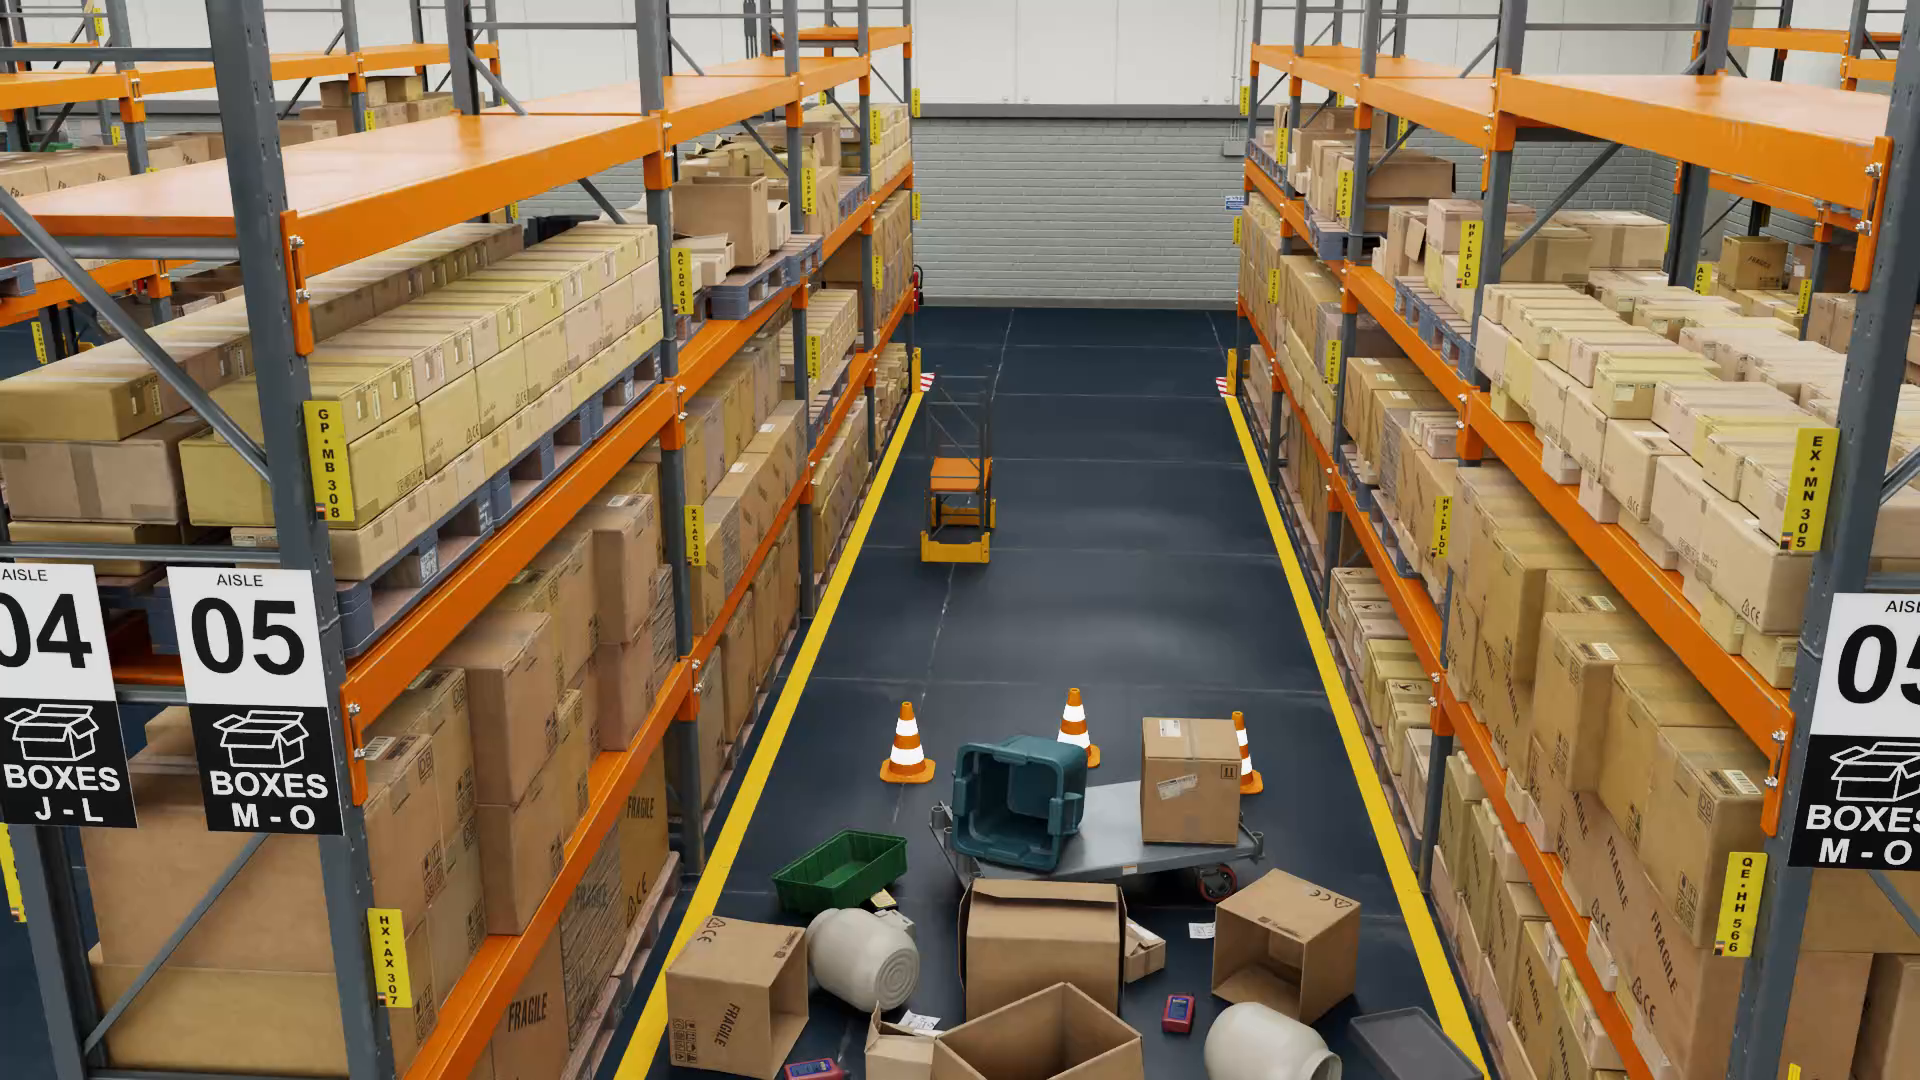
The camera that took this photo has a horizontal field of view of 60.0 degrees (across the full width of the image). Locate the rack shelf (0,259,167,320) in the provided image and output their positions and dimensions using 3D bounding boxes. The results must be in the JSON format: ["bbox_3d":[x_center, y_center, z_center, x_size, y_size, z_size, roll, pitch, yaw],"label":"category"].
[{"bbox_3d":[-6.728,-1.432,10.814,1.077,0.370,4.000,1,18,4],"label":"rack shelf"}]

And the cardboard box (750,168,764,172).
[{"bbox_3d":[-1.795,-2.794,13.655,0.500,0.500,0.500,1,18,4],"label":"cardboard box"}]

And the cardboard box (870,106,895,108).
[{"bbox_3d":[-0.935,-4.829,18.824,0.380,0.149,0.250,1,18,2],"label":"cardboard box"}]

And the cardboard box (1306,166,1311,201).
[{"bbox_3d":[3.106,-2.992,13.961,0.396,0.266,0.258,3,18,8],"label":"cardboard box"}]

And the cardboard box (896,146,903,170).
[{"bbox_3d":[-0.918,-4.207,18.367,0.500,0.250,0.500,2,18,6],"label":"cardboard box"}]

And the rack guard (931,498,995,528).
[{"bbox_3d":[0.030,-0.250,15.284,0.587,0.250,0.087,1,18,4],"label":"rack guard"}]

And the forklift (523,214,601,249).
[{"bbox_3d":[-3.139,-1.094,13.556,1.130,2.935,3.031,1,18,3],"label":"forklift"}]

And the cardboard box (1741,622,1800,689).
[{"bbox_3d":[2.473,0.313,4.736,0.380,0.149,0.250,1,18,4],"label":"cardboard box"}]

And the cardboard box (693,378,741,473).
[{"bbox_3d":[-1.793,-0.736,10.584,0.700,0.500,0.500,1,18,3],"label":"cardboard box"}]

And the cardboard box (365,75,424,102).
[{"bbox_3d":[-6.166,-4.903,18.053,0.500,0.250,0.500,1,18,2],"label":"cardboard box"}]

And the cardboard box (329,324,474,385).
[{"bbox_3d":[-1.821,-0.607,5.429,0.380,0.149,0.250,1,18,4],"label":"cardboard box"}]

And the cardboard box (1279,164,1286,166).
[{"bbox_3d":[3.313,-3.805,16.281,0.396,0.266,0.258,2,18,6],"label":"cardboard box"}]

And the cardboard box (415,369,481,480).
[{"bbox_3d":[-1.893,-0.387,5.398,0.500,0.250,0.500,1,18,3],"label":"cardboard box"}]

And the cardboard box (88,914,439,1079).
[{"bbox_3d":[-2.237,1.470,5.379,0.875,0.550,0.550,1,18,4],"label":"cardboard box"}]

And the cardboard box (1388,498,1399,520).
[{"bbox_3d":[2.927,-0.231,10.539,0.380,0.149,0.250,2,18,6],"label":"cardboard box"}]

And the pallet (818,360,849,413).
[{"bbox_3d":[-1.544,-1.352,14.540,1.003,0.211,1.213,1,18,4],"label":"pallet"}]

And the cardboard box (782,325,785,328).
[{"bbox_3d":[-1.859,-1.951,15.790,0.380,0.149,0.250,2,18,5],"label":"cardboard box"}]

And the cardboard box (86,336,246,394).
[{"bbox_3d":[-2.495,-0.544,5.237,0.380,0.149,0.250,2,18,5],"label":"cardboard box"}]

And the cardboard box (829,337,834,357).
[{"bbox_3d":[-1.304,-1.678,14.479,0.380,0.149,0.250,2,18,6],"label":"cardboard box"}]

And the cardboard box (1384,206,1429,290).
[{"bbox_3d":[3.222,-1.927,11.009,0.700,0.500,0.500,1,18,4],"label":"cardboard box"}]

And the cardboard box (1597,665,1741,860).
[{"bbox_3d":[2.589,0.752,5.567,0.700,0.500,0.500,1,18,4],"label":"cardboard box"}]

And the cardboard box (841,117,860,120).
[{"bbox_3d":[-1.019,-4.259,17.085,0.380,0.149,0.250,1,18,2],"label":"cardboard box"}]

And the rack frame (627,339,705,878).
[{"bbox_3d":[-1.932,0.415,8.839,1.000,3.000,0.127,1,18,4],"label":"rack frame"}]

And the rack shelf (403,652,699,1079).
[{"bbox_3d":[-2.075,1.378,7.056,1.077,0.370,4.000,1,18,4],"label":"rack shelf"}]

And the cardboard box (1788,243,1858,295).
[{"bbox_3d":[8.910,-2.764,17.100,0.500,0.500,0.500,1,18,2],"label":"cardboard box"}]

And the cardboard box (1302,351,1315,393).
[{"bbox_3d":[3.130,-1.389,13.784,0.500,0.250,0.500,1,18,2],"label":"cardboard box"}]

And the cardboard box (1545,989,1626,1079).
[{"bbox_3d":[2.558,2.070,6.324,0.500,0.500,0.500,2,18,6],"label":"cardboard box"}]

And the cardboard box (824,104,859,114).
[{"bbox_3d":[-1.358,-4.919,19.098,0.380,0.149,0.250,2,18,6],"label":"cardboard box"}]

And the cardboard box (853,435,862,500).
[{"bbox_3d":[-1.197,-0.687,15.541,0.500,0.500,0.500,1,18,3],"label":"cardboard box"}]

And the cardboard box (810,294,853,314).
[{"bbox_3d":[-1.211,-2.220,15.654,0.380,0.149,0.250,1,18,2],"label":"cardboard box"}]

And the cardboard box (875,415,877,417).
[{"bbox_3d":[-1.081,-1.402,17.811,0.380,0.149,0.250,0,18,1],"label":"cardboard box"}]

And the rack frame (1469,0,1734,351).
[{"bbox_3d":[3.013,-2.357,7.664,1.000,3.000,0.127,1,18,4],"label":"rack frame"}]

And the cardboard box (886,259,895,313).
[{"bbox_3d":[-0.971,-2.716,17.757,0.500,0.500,0.500,1,18,3],"label":"cardboard box"}]

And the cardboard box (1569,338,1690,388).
[{"bbox_3d":[2.626,-0.695,6.531,0.380,0.149,0.250,1,18,3],"label":"cardboard box"}]

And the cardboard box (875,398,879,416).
[{"bbox_3d":[-1.048,-1.384,17.277,0.380,0.149,0.250,2,18,7],"label":"cardboard box"}]

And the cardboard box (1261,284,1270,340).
[{"bbox_3d":[3.396,-2.348,17.110,0.500,0.500,0.500,1,18,3],"label":"cardboard box"}]

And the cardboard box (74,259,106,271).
[{"bbox_3d":[-6.396,-2.016,11.682,0.500,0.250,0.500,1,18,4],"label":"cardboard box"}]

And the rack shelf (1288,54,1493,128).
[{"bbox_3d":[3.443,-3.688,13.525,1.077,0.370,4.000,1,18,4],"label":"rack shelf"}]

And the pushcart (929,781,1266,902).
[{"bbox_3d":[0.735,1.705,9.114,1.648,0.377,0.936,-5,19,-15],"label":"pushcart"}]

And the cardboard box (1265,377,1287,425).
[{"bbox_3d":[3.802,-1.443,17.950,0.875,0.438,0.875,1,18,2],"label":"cardboard box"}]

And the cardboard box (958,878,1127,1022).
[{"bbox_3d":[0.386,1.966,7.898,0.797,0.637,0.503,1,18,4],"label":"cardboard box"}]

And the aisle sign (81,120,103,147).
[{"bbox_3d":[-10.654,-4.816,20.628,0.394,0.787,0.004,1,18,4],"label":"aisle sign"}]

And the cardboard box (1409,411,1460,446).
[{"bbox_3d":[2.853,-0.651,9.738,0.380,0.149,0.250,1,18,2],"label":"cardboard box"}]

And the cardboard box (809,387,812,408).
[{"bbox_3d":[-1.392,-1.125,13.269,0.380,0.149,0.250,2,18,7],"label":"cardboard box"}]

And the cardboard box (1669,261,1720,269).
[{"bbox_3d":[8.523,-3.058,19.203,0.500,0.250,0.500,1,18,4],"label":"cardboard box"}]

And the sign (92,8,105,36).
[{"bbox_3d":[-10.402,-6.255,20.078,0.100,0.325,0.005,1,18,4],"label":"sign"}]

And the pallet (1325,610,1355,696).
[{"bbox_3d":[3.242,0.820,12.083,1.003,0.211,1.213,1,18,4],"label":"pallet"}]

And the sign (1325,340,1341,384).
[{"bbox_3d":[2.746,-1.310,12.244,0.100,0.325,0.005,1,18,4],"label":"sign"}]

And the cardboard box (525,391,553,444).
[{"bbox_3d":[-1.766,-0.466,6.280,0.380,0.149,0.250,1,18,4],"label":"cardboard box"}]

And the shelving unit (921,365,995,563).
[{"bbox_3d":[-0.005,-0.689,14.617,0.587,1.500,1.083,1,18,4],"label":"shelving unit"}]

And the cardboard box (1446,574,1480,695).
[{"bbox_3d":[2.703,0.436,8.138,0.500,0.500,0.500,1,18,4],"label":"cardboard box"}]

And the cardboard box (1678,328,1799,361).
[{"bbox_3d":[3.149,-0.764,6.742,0.380,0.149,0.250,1,18,3],"label":"cardboard box"}]

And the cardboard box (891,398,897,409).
[{"bbox_3d":[-0.923,-1.584,18.845,0.380,0.149,0.250,2,18,5],"label":"cardboard box"}]

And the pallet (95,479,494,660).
[{"bbox_3d":[-2.176,0.043,5.298,1.003,0.211,1.213,1,18,4],"label":"pallet"}]

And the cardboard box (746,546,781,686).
[{"bbox_3d":[-1.838,0.501,11.516,1.050,0.750,0.750,2,18,5],"label":"cardboard box"}]

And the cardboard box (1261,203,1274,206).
[{"bbox_3d":[3.524,-3.634,18.387,0.380,0.149,0.250,1,18,4],"label":"cardboard box"}]
